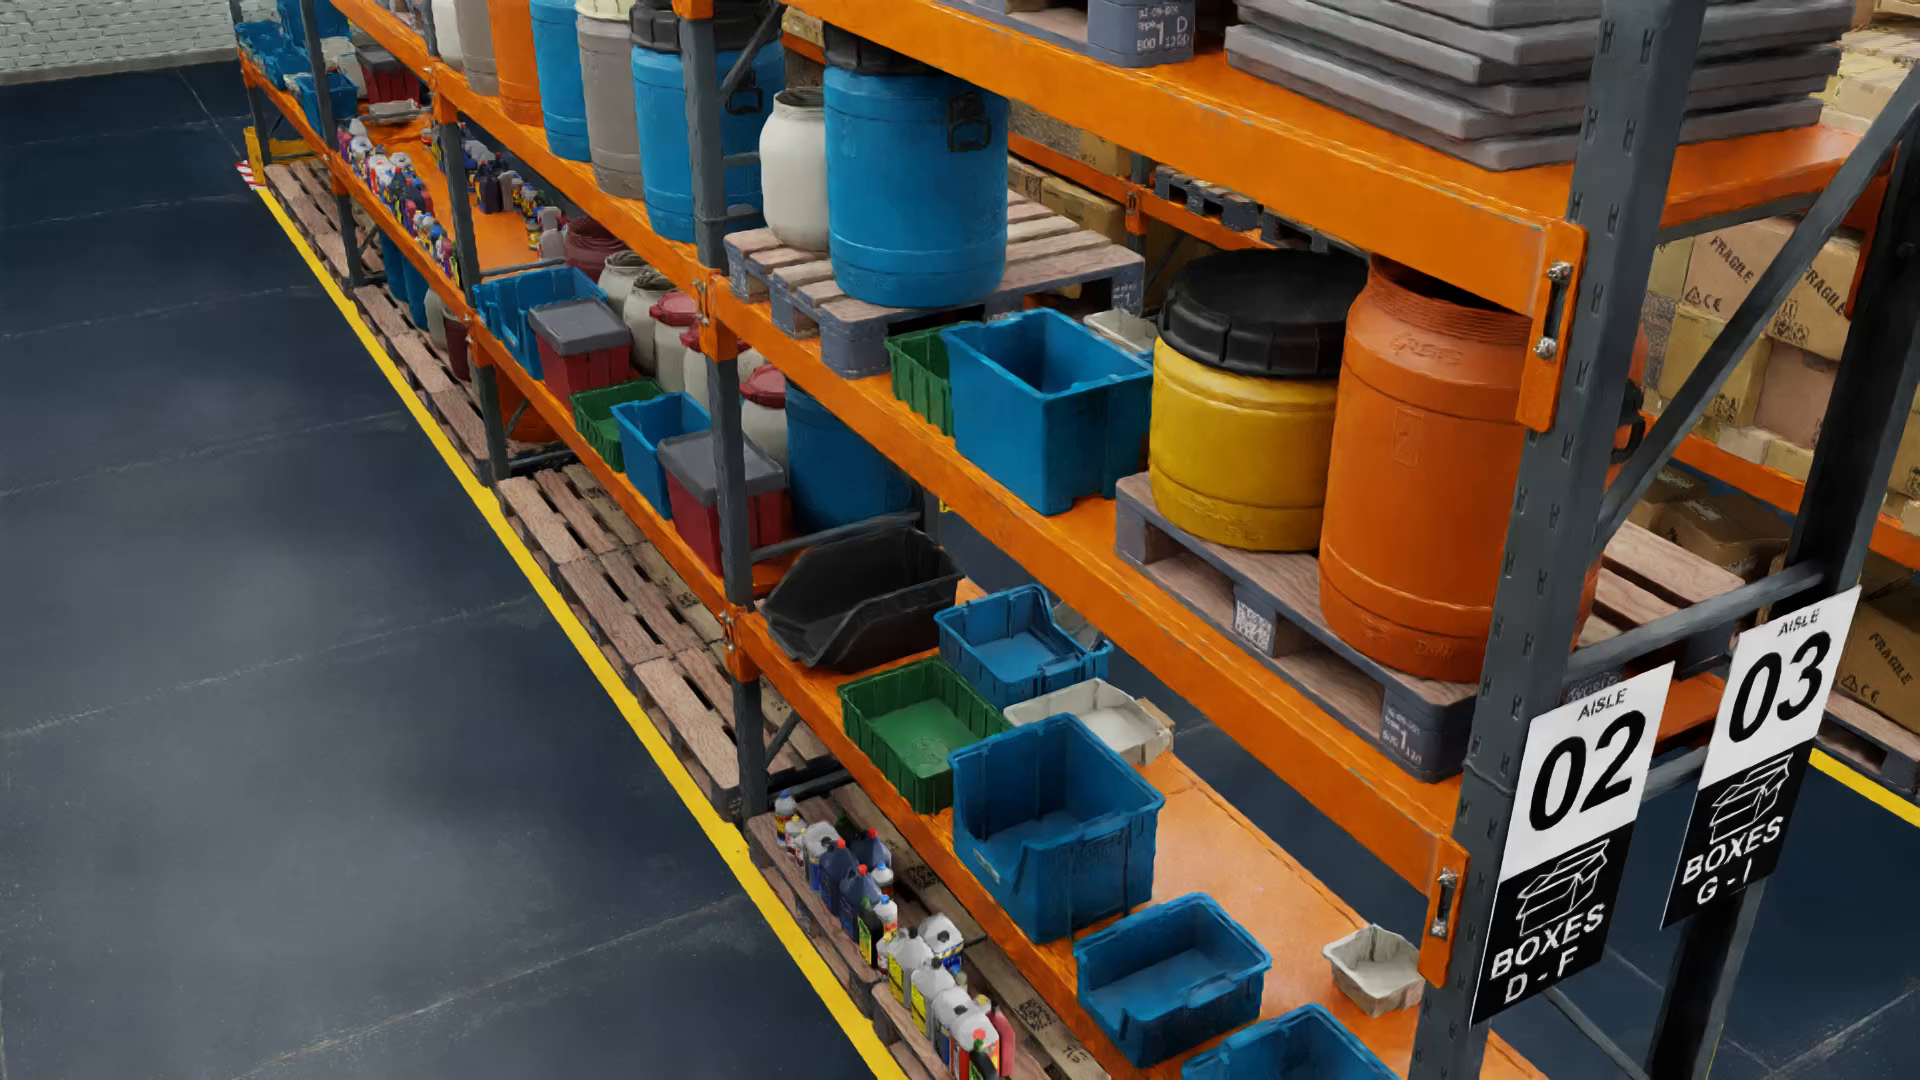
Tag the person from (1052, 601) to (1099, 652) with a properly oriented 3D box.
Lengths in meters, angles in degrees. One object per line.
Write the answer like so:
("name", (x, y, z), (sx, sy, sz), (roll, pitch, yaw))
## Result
("person", (0.637, -0.021, 8.642), (0.469, 1.636, 0.612), (25, 38, 37))
